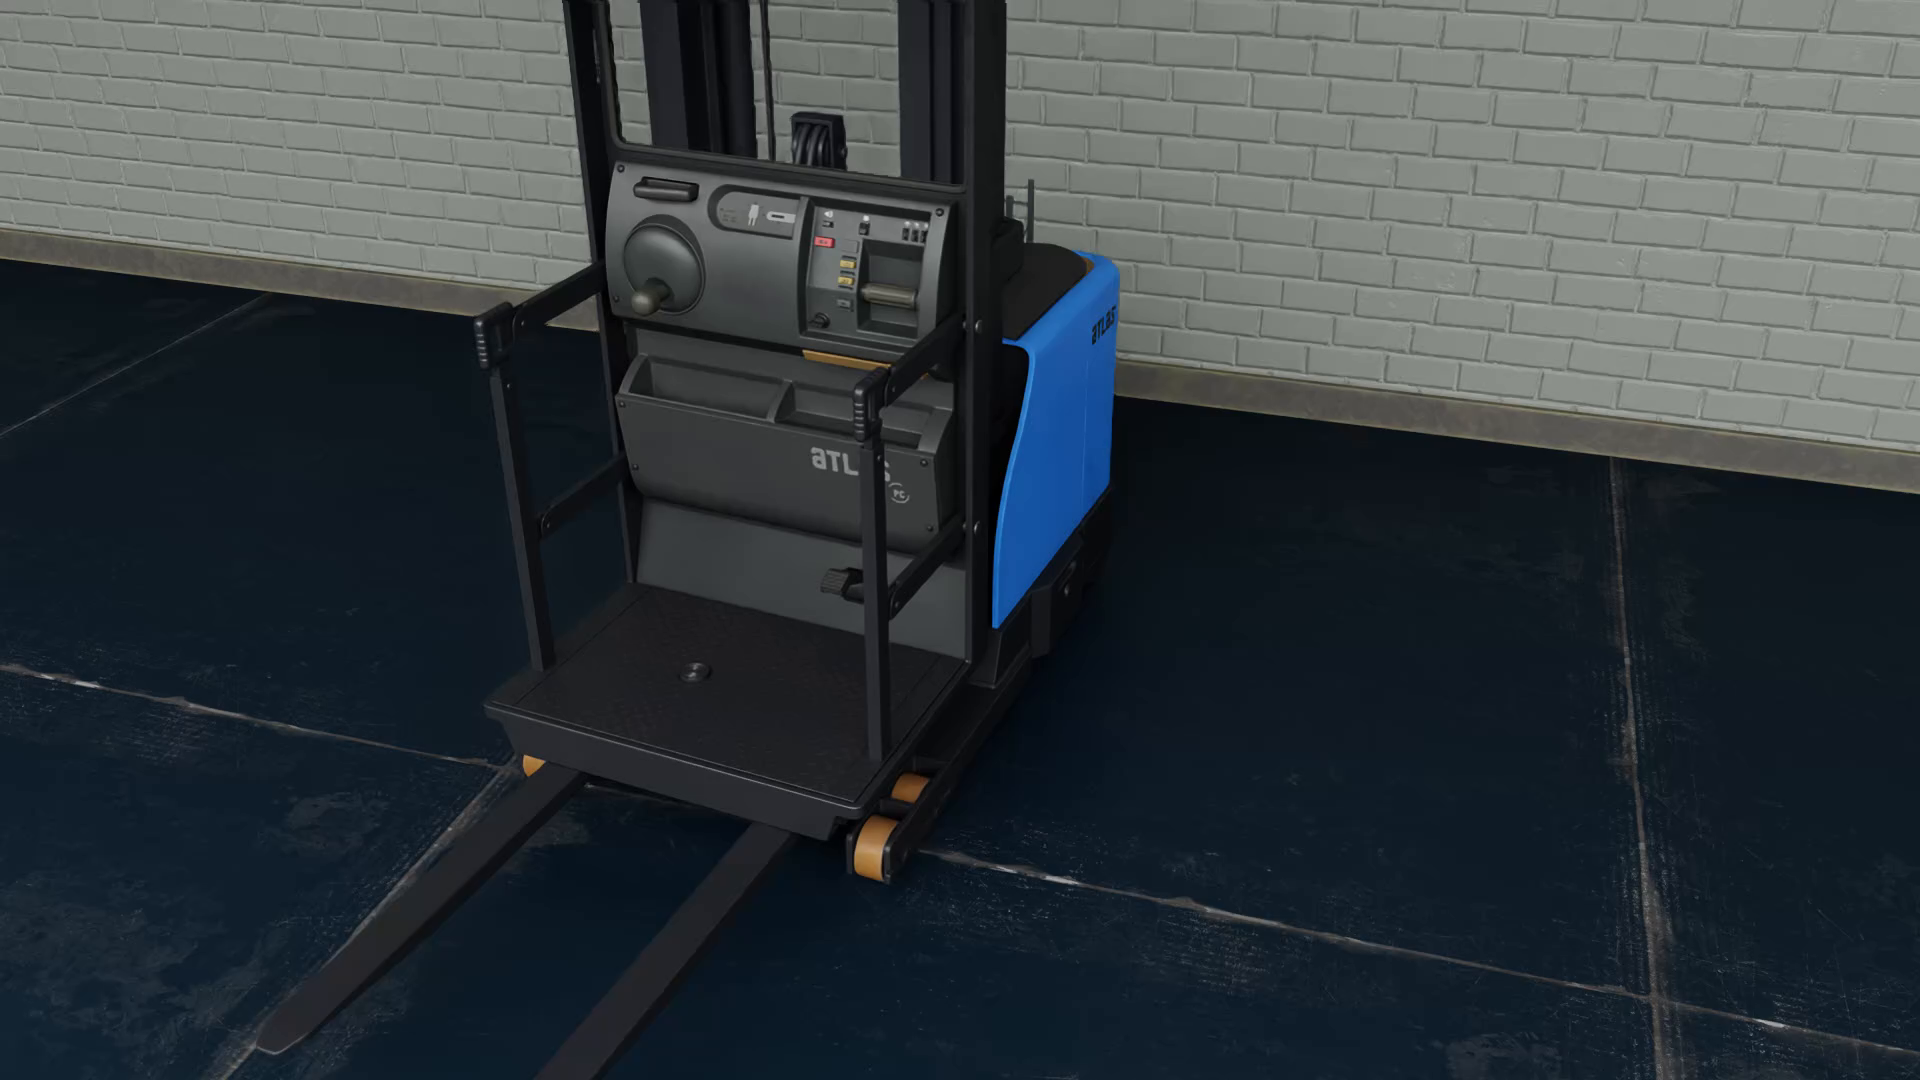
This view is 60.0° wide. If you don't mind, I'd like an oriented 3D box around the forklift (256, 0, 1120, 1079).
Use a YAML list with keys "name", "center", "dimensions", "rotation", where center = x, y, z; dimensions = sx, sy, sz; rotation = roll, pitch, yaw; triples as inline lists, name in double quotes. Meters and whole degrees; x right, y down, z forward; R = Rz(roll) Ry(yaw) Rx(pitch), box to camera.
- name: "forklift"
  center: [-0.544, -0.655, 3.913]
  dimensions: [1.130, 2.935, 3.031]
  rotation: [12, 31, 20]

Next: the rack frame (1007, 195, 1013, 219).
- name: "rack frame"
  center: [0.057, -0.579, 5.557]
  dimensions: [0.240, 1.200, 0.006]
  rotation: [12, 31, 20]

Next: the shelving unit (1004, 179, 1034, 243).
- name: "shelving unit"
  center: [0.093, -0.620, 5.630]
  dimensions: [0.258, 1.200, 0.189]
  rotation: [12, 31, 20]

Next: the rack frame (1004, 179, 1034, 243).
- name: "rack frame"
  center: [0.130, -0.661, 5.704]
  dimensions: [0.240, 1.200, 0.006]
  rotation: [12, 31, 20]
